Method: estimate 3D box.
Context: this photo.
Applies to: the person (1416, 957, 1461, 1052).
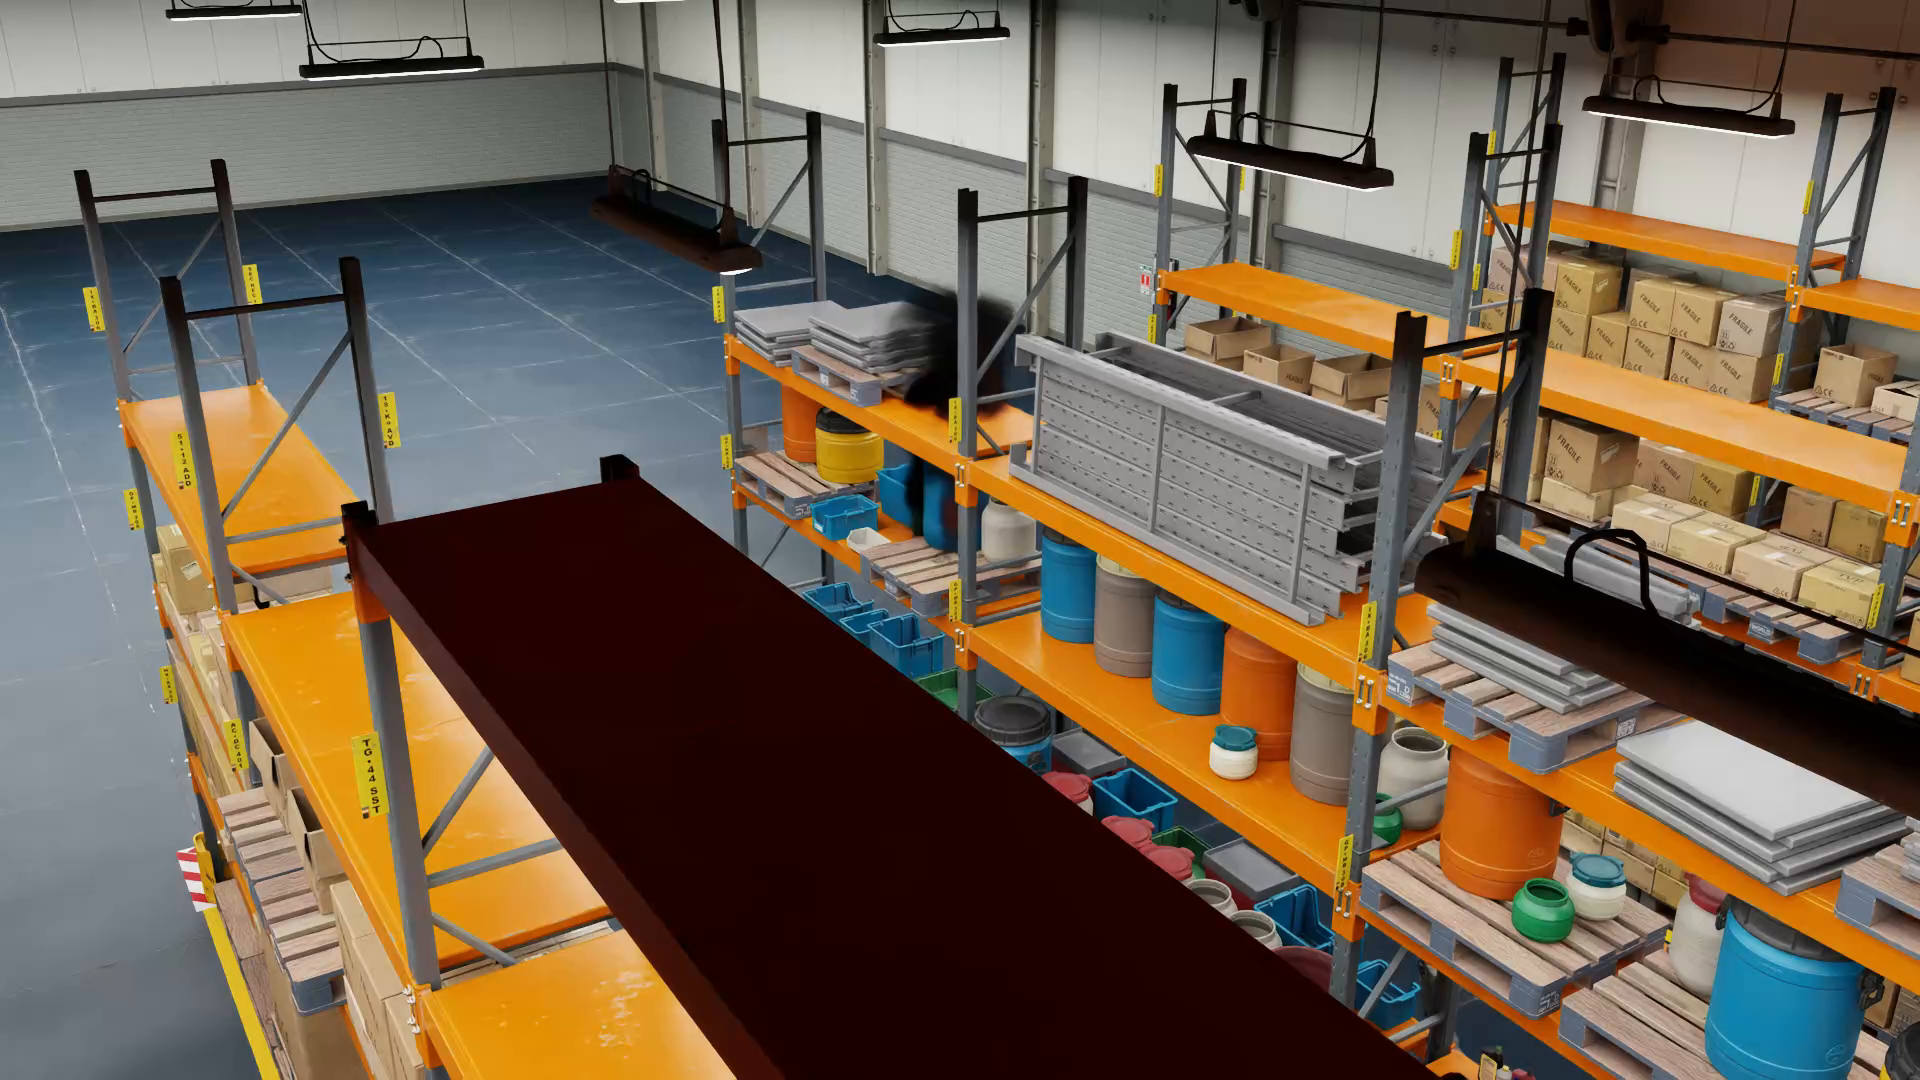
[{"bbox_3d":[3.366,3.019,11.631,0.576,1.727,0.725,-13,25,-29],"label":"person"}]
